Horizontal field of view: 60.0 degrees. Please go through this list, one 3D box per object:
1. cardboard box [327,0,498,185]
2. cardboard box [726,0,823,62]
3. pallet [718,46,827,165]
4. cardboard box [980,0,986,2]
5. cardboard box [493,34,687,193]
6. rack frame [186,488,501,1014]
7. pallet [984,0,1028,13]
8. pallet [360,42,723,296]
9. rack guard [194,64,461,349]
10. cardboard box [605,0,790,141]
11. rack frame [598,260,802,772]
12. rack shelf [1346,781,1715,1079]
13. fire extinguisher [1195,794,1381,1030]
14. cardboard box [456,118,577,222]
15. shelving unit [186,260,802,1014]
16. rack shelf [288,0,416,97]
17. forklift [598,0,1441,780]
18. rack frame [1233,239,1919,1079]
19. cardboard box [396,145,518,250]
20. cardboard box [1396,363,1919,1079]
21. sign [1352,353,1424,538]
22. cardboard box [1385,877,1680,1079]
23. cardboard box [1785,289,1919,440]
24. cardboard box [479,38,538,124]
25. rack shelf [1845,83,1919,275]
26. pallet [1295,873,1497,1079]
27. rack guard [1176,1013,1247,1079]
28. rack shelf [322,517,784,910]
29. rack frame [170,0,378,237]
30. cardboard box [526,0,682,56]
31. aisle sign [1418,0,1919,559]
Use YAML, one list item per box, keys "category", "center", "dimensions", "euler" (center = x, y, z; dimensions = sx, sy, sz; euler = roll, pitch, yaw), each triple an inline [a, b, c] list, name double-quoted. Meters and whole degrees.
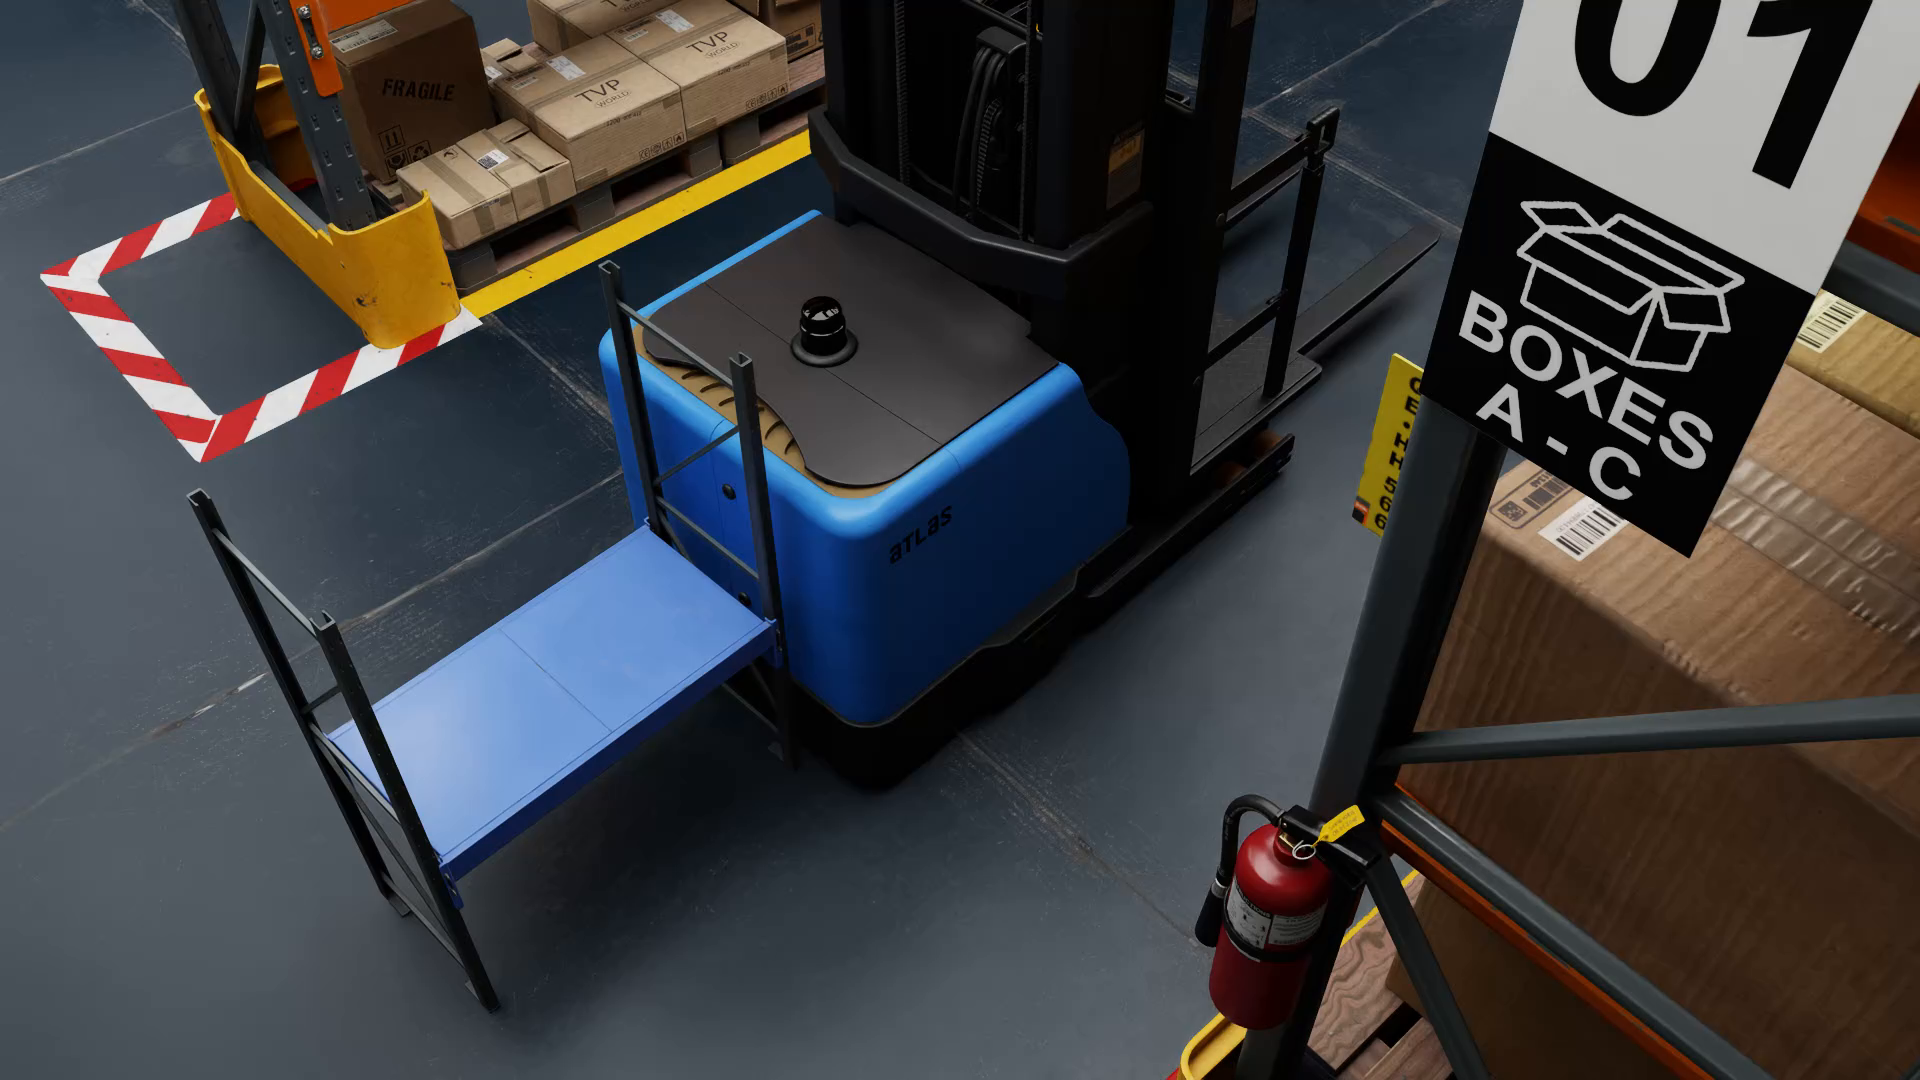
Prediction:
- category: "cardboard box"
  center: [-2.117, -1.740, 6.216]
  dimensions: [0.500, 0.500, 0.500]
  euler: [-34, 56, -27]
- category: "cardboard box"
  center: [-0.781, -2.384, 6.808]
  dimensions: [0.637, 0.503, 0.797]
  euler: [-34, 56, -27]
- category: "pallet"
  center: [-0.806, -2.122, 7.064]
  dimensions: [1.213, 0.211, 1.003]
  euler: [-34, 56, -27]
- category: "cardboard box"
  center: [-0.180, -2.444, 6.994]
  dimensions: [0.500, 0.311, 0.500]
  euler: [-34, 56, -27]
- category: "cardboard box"
  center: [-1.391, -1.614, 6.270]
  dimensions: [0.500, 0.250, 0.500]
  euler: [-34, 56, -27]
- category: "rack frame"
  center: [-1.342, 0.540, 3.731]
  dimensions: [0.500, 1.500, 0.032]
  euler: [35, 56, 28]
- category: "pallet"
  center: [0.097, -2.728, 7.624]
  dimensions: [1.213, 0.211, 1.003]
  euler: [-34, 56, -27]
- category: "pallet"
  center: [-1.708, -1.522, 6.511]
  dimensions: [1.213, 0.211, 1.003]
  euler: [-34, 56, -27]
- category: "rack guard"
  center: [-2.298, -1.225, 6.040]
  dimensions: [0.348, 0.500, 1.175]
  euler: [-34, 56, -27]
- category: "cardboard box"
  center: [-1.021, -1.861, 6.498]
  dimensions: [0.500, 0.250, 0.500]
  euler: [-34, 56, -27]
- category: "rack frame"
  center: [-0.634, 0.004, 4.226]
  dimensions: [0.500, 1.500, 0.032]
  euler: [35, 56, 28]
- category: "rack shelf"
  center: [2.461, -0.088, 3.780]
  dimensions: [4.000, 0.370, 1.077]
  euler: [-34, 56, -27]
- category: "fire extinguisher"
  center: [0.559, 0.633, 2.931]
  dimensions: [0.183, 0.674, 0.296]
  euler: [-34, 56, -27]
- category: "cardboard box"
  center: [-1.628, -1.367, 6.099]
  dimensions: [0.250, 0.166, 0.380]
  euler: [-34, 56, -27]
- category: "shelving unit"
  center: [-0.988, 0.272, 3.979]
  dimensions: [0.538, 1.500, 1.048]
  euler: [35, 56, 28]
- category: "rack shelf"
  center: [-0.874, -2.780, 6.264]
  dimensions: [4.000, 0.370, 1.077]
  euler: [-34, 56, -27]
- category: "forklift"
  center: [0.436, -1.323, 4.476]
  dimensions: [1.130, 2.935, 3.031]
  euler: [36, 57, 28]
- category: "rack frame"
  center: [0.979, 0.655, 2.605]
  dimensions: [0.053, 2.616, 0.949]
  euler: [-34, 56, -27]
- category: "cardboard box"
  center: [-1.813, -1.238, 5.992]
  dimensions: [0.250, 0.149, 0.380]
  euler: [-34, 56, -27]
- category: "cardboard box"
  center: [1.352, 0.297, 2.731]
  dimensions: [0.700, 0.700, 0.980]
  euler: [-31, 55, -26]
- category: "sign"
  center: [0.627, -0.118, 2.369]
  dimensions: [0.005, 0.325, 0.100]
  euler: [-34, 56, -27]
- category: "cardboard box"
  center: [1.432, 0.961, 3.737]
  dimensions: [0.500, 0.500, 0.700]
  euler: [-34, 56, -27]
- category: "cardboard box"
  center: [1.883, -0.069, 3.068]
  dimensions: [0.700, 0.700, 0.980]
  euler: [-34, 56, -27]
- category: "cardboard box"
  center: [-1.757, -1.778, 6.478]
  dimensions: [0.250, 0.166, 0.380]
  euler: [-34, 56, -27]
- category: "rack shelf"
  center: [2.461, -1.106, 2.678]
  dimensions: [4.000, 0.370, 1.077]
  euler: [-34, 56, -27]
- category: "pallet"
  center: [1.520, 1.164, 4.032]
  dimensions: [1.213, 0.211, 1.003]
  euler: [-34, 56, -27]
- category: "rack guard"
  center: [0.964, 1.516, 3.511]
  dimensions: [0.348, 0.500, 1.175]
  euler: [-34, 56, -27]
- category: "rack shelf"
  center: [-0.988, 0.394, 4.111]
  dimensions: [0.538, 0.185, 1.000]
  euler: [35, 56, 28]
- category: "rack frame"
  center: [-2.354, -2.035, 5.087]
  dimensions: [0.127, 3.000, 1.000]
  euler: [-34, 56, -27]
- category: "cardboard box"
  center: [-1.394, -2.108, 6.726]
  dimensions: [0.500, 0.250, 0.500]
  euler: [-34, 56, -27]
- category: "aisle sign"
  center: [0.726, -0.353, 1.766]
  dimensions: [0.004, 0.787, 0.394]
  euler: [-34, 56, -27]
